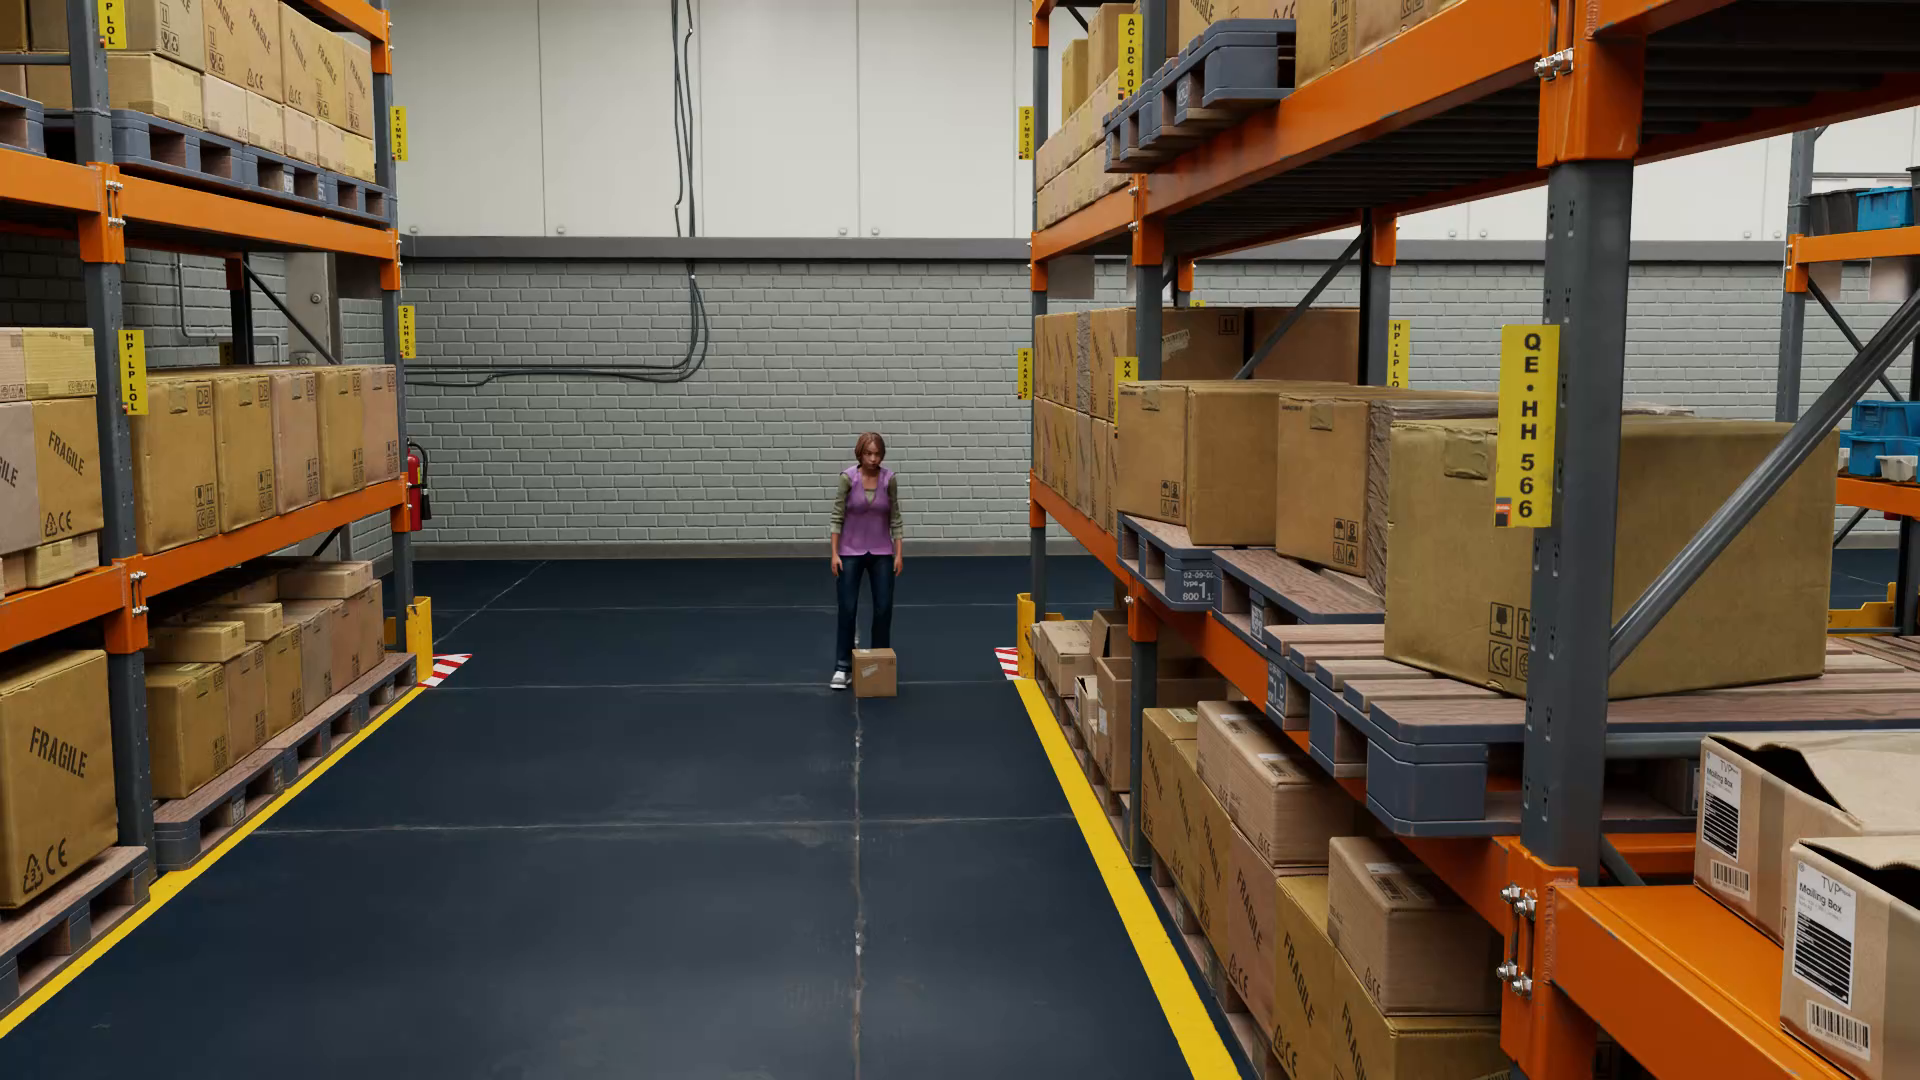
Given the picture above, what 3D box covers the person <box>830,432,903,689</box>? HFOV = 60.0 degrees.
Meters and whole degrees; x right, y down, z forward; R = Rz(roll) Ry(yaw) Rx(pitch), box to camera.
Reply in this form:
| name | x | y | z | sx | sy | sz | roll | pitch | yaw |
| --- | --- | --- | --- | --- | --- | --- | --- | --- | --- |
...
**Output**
| name | x | y | z | sx | sy | sz | roll | pitch | yaw |
| --- | --- | --- | --- | --- | --- | --- | --- | --- | --- |
| person | -0.585 | 0.119 | 10.347 | 0.478 | 1.592 | 0.346 | -1 | 7 | -11 |
